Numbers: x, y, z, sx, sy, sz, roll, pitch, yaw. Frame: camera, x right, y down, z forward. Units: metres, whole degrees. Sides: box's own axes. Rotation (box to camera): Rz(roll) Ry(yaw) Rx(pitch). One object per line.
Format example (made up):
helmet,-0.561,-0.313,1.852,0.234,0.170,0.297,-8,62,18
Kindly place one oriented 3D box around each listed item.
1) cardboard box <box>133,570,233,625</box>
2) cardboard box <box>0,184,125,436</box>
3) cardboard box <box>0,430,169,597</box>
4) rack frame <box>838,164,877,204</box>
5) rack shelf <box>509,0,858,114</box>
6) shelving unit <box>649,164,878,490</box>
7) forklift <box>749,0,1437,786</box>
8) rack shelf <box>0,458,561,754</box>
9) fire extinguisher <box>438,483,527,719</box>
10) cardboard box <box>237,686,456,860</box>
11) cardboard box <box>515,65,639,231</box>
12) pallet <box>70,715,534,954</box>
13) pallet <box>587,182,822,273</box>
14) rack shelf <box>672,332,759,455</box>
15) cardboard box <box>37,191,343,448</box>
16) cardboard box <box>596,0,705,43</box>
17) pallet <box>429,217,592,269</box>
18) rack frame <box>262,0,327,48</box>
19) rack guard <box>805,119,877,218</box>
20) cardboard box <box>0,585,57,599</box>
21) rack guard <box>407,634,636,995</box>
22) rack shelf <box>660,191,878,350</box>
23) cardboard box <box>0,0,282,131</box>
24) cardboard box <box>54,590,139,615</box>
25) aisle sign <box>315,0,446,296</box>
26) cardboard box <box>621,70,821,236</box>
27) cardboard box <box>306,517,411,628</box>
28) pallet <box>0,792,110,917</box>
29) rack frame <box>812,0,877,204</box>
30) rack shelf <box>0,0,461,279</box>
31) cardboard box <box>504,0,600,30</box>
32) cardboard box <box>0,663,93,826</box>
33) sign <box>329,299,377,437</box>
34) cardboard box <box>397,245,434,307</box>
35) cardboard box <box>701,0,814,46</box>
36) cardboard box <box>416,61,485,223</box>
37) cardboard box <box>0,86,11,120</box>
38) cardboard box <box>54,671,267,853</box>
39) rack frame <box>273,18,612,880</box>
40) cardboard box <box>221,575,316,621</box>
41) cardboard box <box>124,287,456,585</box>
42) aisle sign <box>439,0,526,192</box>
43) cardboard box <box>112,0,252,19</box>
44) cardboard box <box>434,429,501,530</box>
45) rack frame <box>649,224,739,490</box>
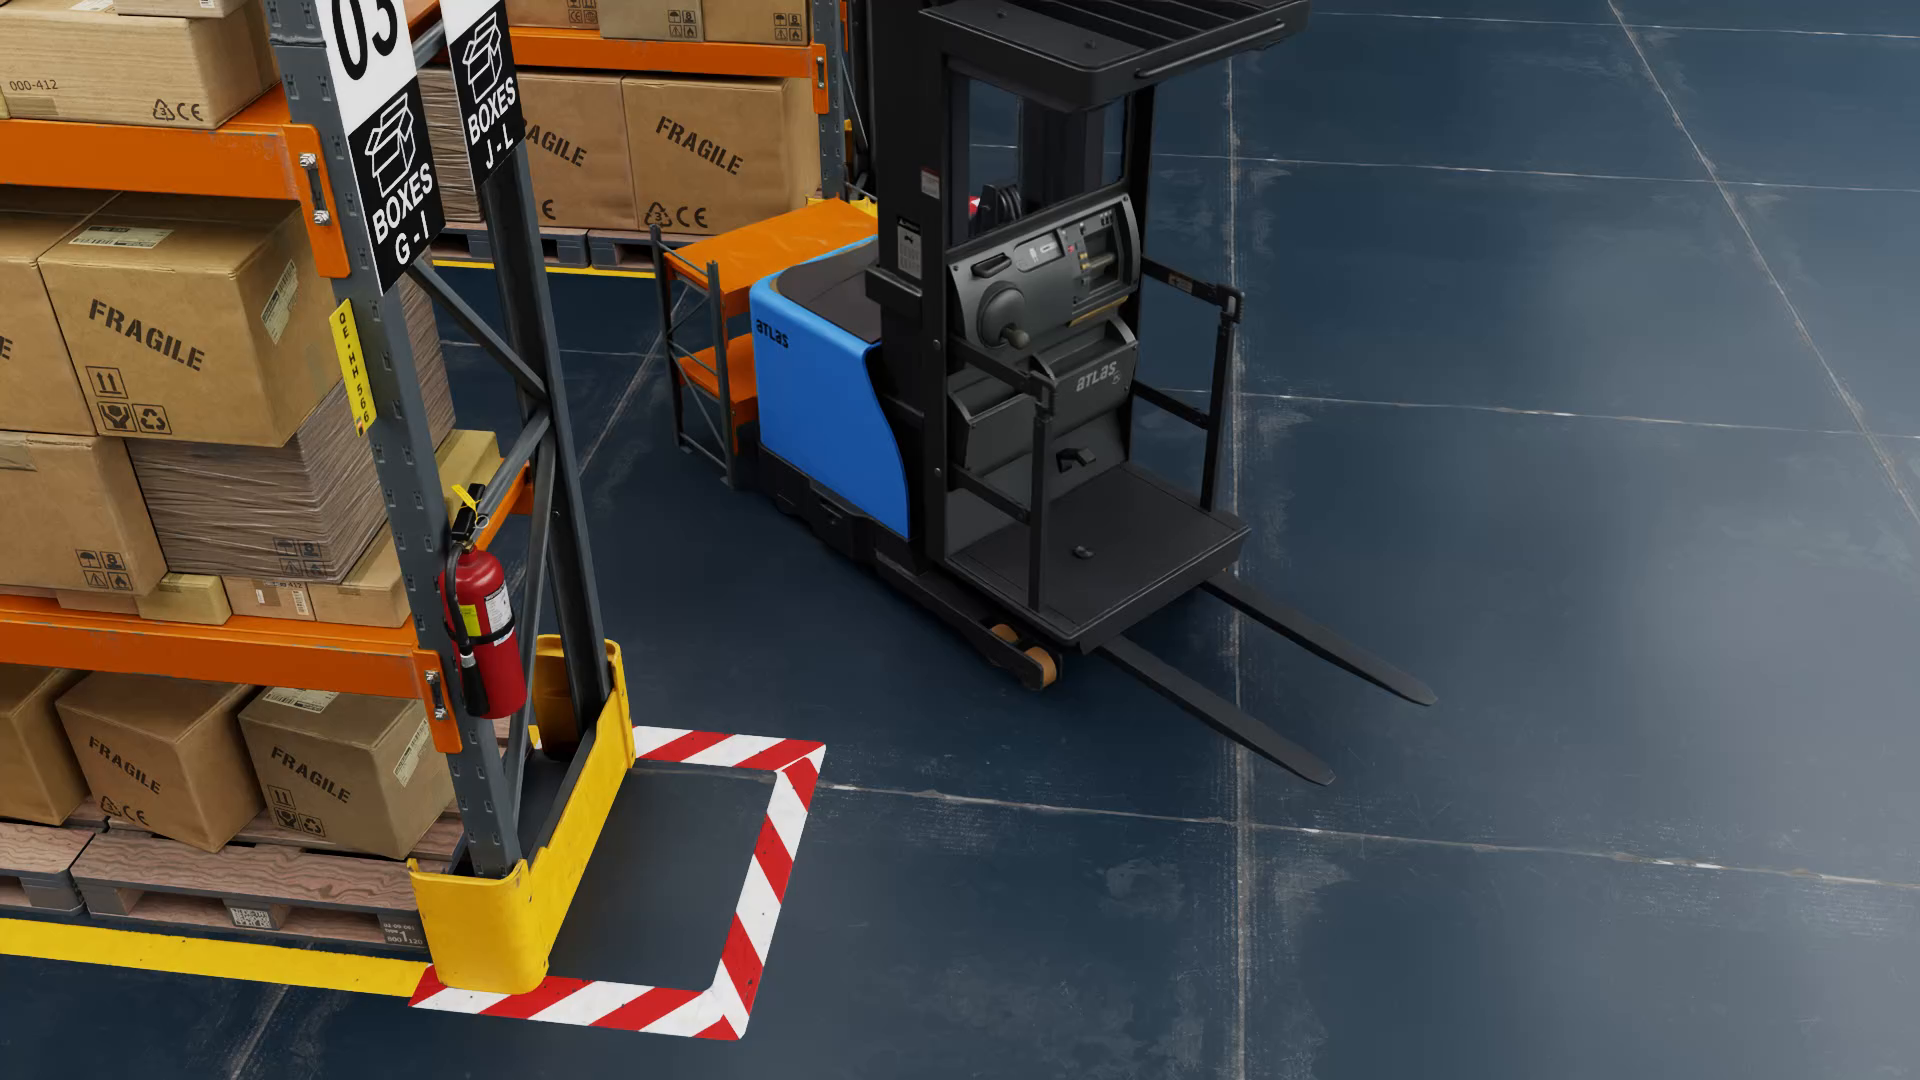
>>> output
cardboard box,-2.169,0.066,4.792,0.250,0.149,0.380,4,36,6
cardboard box,-2.431,-0.628,4.345,0.500,0.500,0.500,4,36,6
cardboard box,-2.410,-0.313,4.764,0.500,0.500,0.875,4,36,6
rack frame,-0.400,-1.183,7.939,0.032,1.125,0.500,-26,43,-31
rack shelf,-2.609,-2.832,9.256,4.000,0.370,1.077,4,36,6
shelving unit,-0.791,-0.993,7.674,1.048,1.125,0.538,-26,43,-31
forklift,0.471,-0.949,6.057,1.130,2.935,3.031,-28,44,-33
rack shelf,-3.341,0.018,5.262,4.000,0.370,1.077,4,36,6
fire extinguisher,-1.302,0.179,4.484,0.183,0.674,0.296,4,36,6
cardboard box,-1.974,0.664,5.528,0.500,0.500,0.500,11,37,15
cardboard box,-2.179,-2.359,9.441,0.875,0.875,0.875,4,36,5
pallet,-2.234,0.922,5.776,1.213,0.211,1.003,4,36,6
pallet,-1.428,-1.856,9.669,1.213,0.211,1.003,4,36,6
rack shelf,-0.791,-0.794,7.816,1.000,0.278,0.538,-26,43,-31
cardboard box,-1.934,-0.594,4.297,0.500,0.500,0.500,4,36,6
cardboard box,-1.547,-3.068,8.837,0.550,0.550,0.875,4,36,6
pallet,-2.635,-1.948,9.798,1.213,0.211,1.003,4,36,6
rack frame,-1.357,-2.569,3.103,0.127,3.000,1.000,4,36,6
rack guard,-0.601,-1.958,9.563,0.348,0.500,1.175,4,36,6
cardboard box,-2.657,-0.004,4.890,0.250,0.149,0.380,4,36,6
rack guard,-1.433,0.885,5.580,0.348,0.500,1.175,4,36,6
rack shelf,-0.791,-1.232,7.504,1.000,0.278,0.538,-26,43,-31
cardboard box,-1.868,-1.176,3.863,0.500,0.250,0.500,5,36,7
cardboard box,-2.415,0.038,4.831,0.250,0.149,0.380,4,36,6
aisle sign,-1.334,-1.008,3.842,0.004,0.787,0.394,4,36,6
cardboard box,-1.306,-2.296,9.352,0.875,0.875,0.875,4,36,6
cardboard box,-1.666,0.073,4.782,0.250,0.149,0.380,4,36,6
pallet,-3.440,0.830,5.905,1.213,0.211,1.003,4,36,6
rack frame,-0.625,-2.977,8.840,0.127,3.000,1.000,4,36,6
rack shelf,-3.341,-1.203,4.391,4.000,0.370,1.077,4,36,6
cardboard box,-2.087,-3.182,8.997,0.550,0.550,0.875,4,36,6
cardboard box,-3.190,0.582,5.643,0.500,0.500,0.500,7,36,10
sign,-1.448,-0.409,3.972,0.005,0.325,0.100,4,36,6
cardboard box,-1.868,-0.893,4.717,0.500,0.500,0.500,4,36,6
cardboard box,-0.999,-3.040,8.798,0.550,0.550,0.875,4,36,6
cardboard box,-3.083,-2.428,9.537,0.875,0.875,0.875,5,36,6
cardboard box,-2.363,-1.211,3.912,0.500,0.250,0.500,4,36,6
cardboard box,-2.572,0.639,5.562,0.500,0.500,0.500,14,38,18
rack frame,-1.357,-0.127,4.846,0.127,3.000,1.000,4,36,6
cardboard box,-1.914,0.054,4.808,0.250,0.149,0.380,4,36,6
cardboard box,-1.899,-0.345,4.809,0.500,0.500,0.875,4,36,6
aisle sign,-1.258,-1.353,4.326,0.004,0.787,0.394,4,36,6
cardboard box,-1.672,-1.290,3.679,0.250,0.149,0.380,4,36,6
cardboard box,-1.609,-0.183,5.141,0.250,0.149,0.380,4,36,6
rack frame,-1.181,-0.804,7.408,0.032,1.125,0.500,-26,43,-31
